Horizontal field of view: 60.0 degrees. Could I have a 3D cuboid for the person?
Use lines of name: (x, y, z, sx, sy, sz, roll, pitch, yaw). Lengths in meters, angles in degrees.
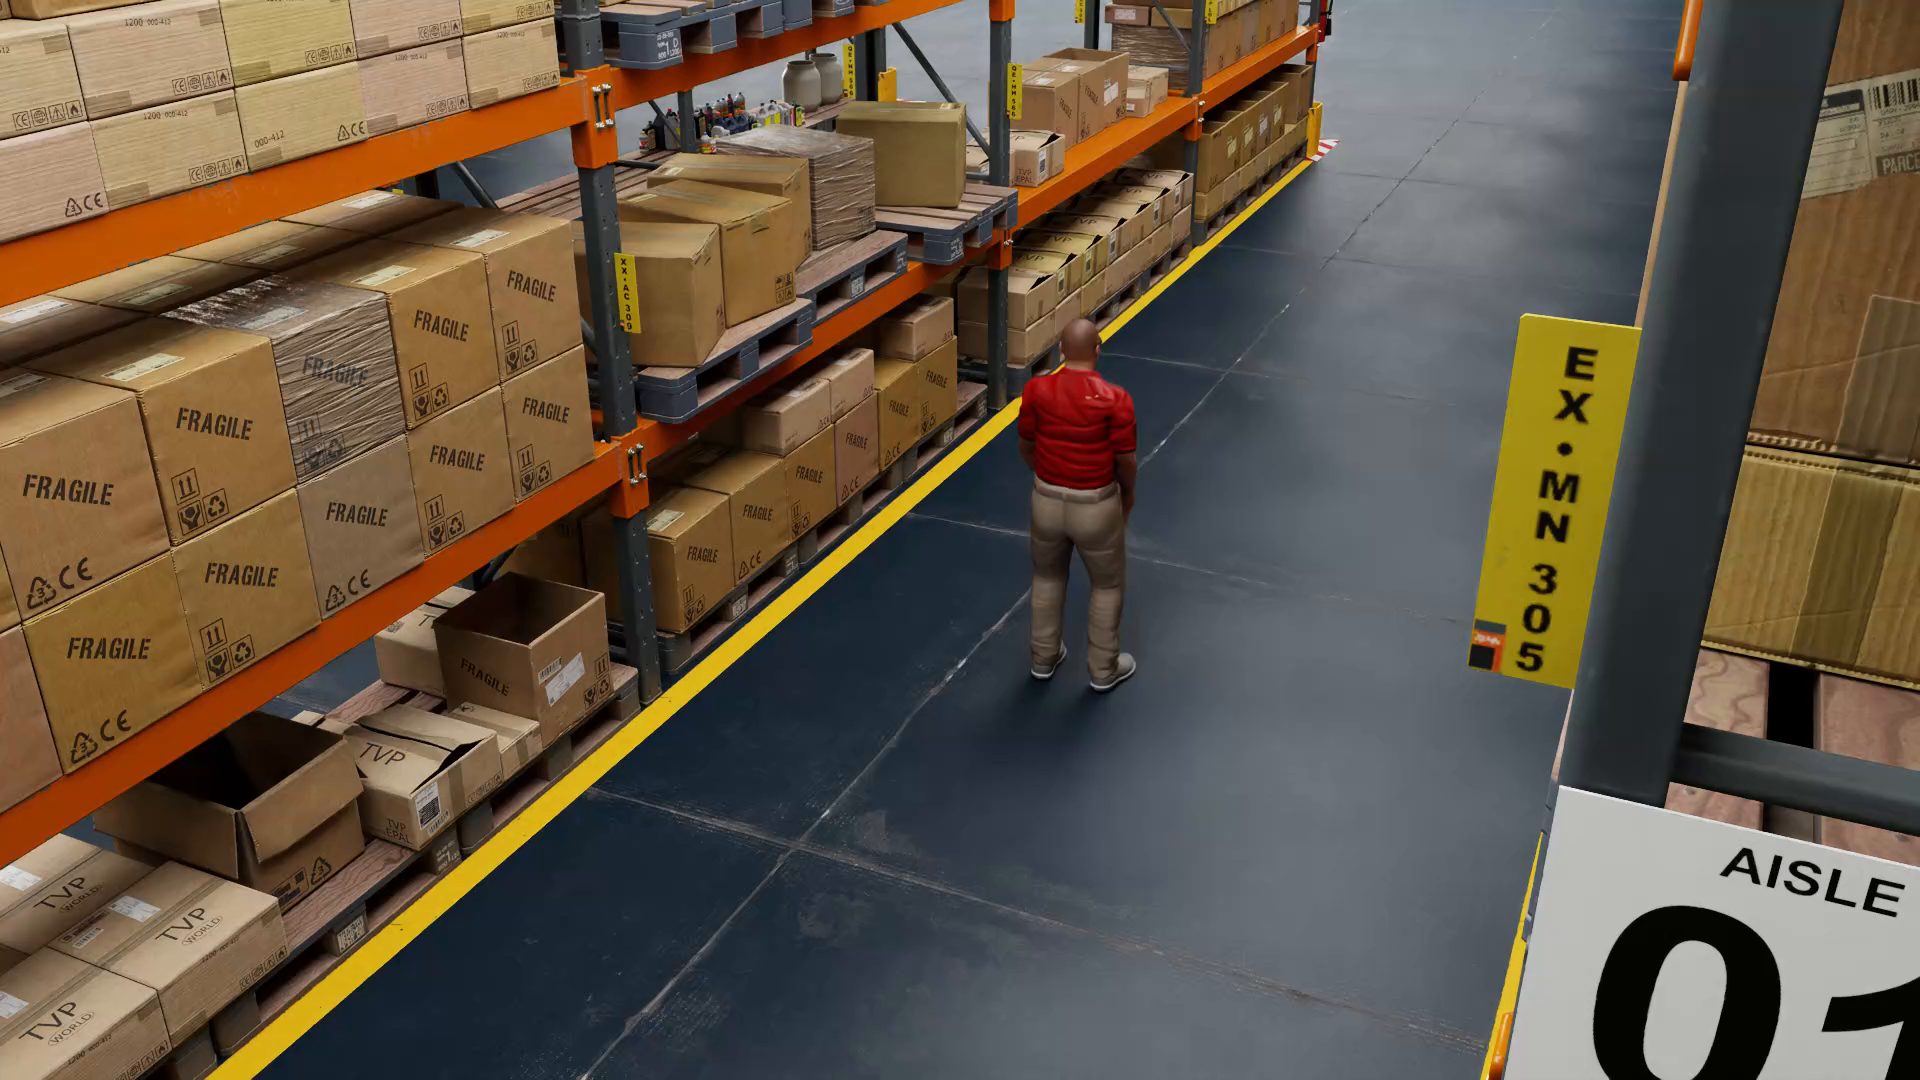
person: (0.535, -0.162, 7.453, 0.543, 1.733, 0.409, 11, 28, 21)
